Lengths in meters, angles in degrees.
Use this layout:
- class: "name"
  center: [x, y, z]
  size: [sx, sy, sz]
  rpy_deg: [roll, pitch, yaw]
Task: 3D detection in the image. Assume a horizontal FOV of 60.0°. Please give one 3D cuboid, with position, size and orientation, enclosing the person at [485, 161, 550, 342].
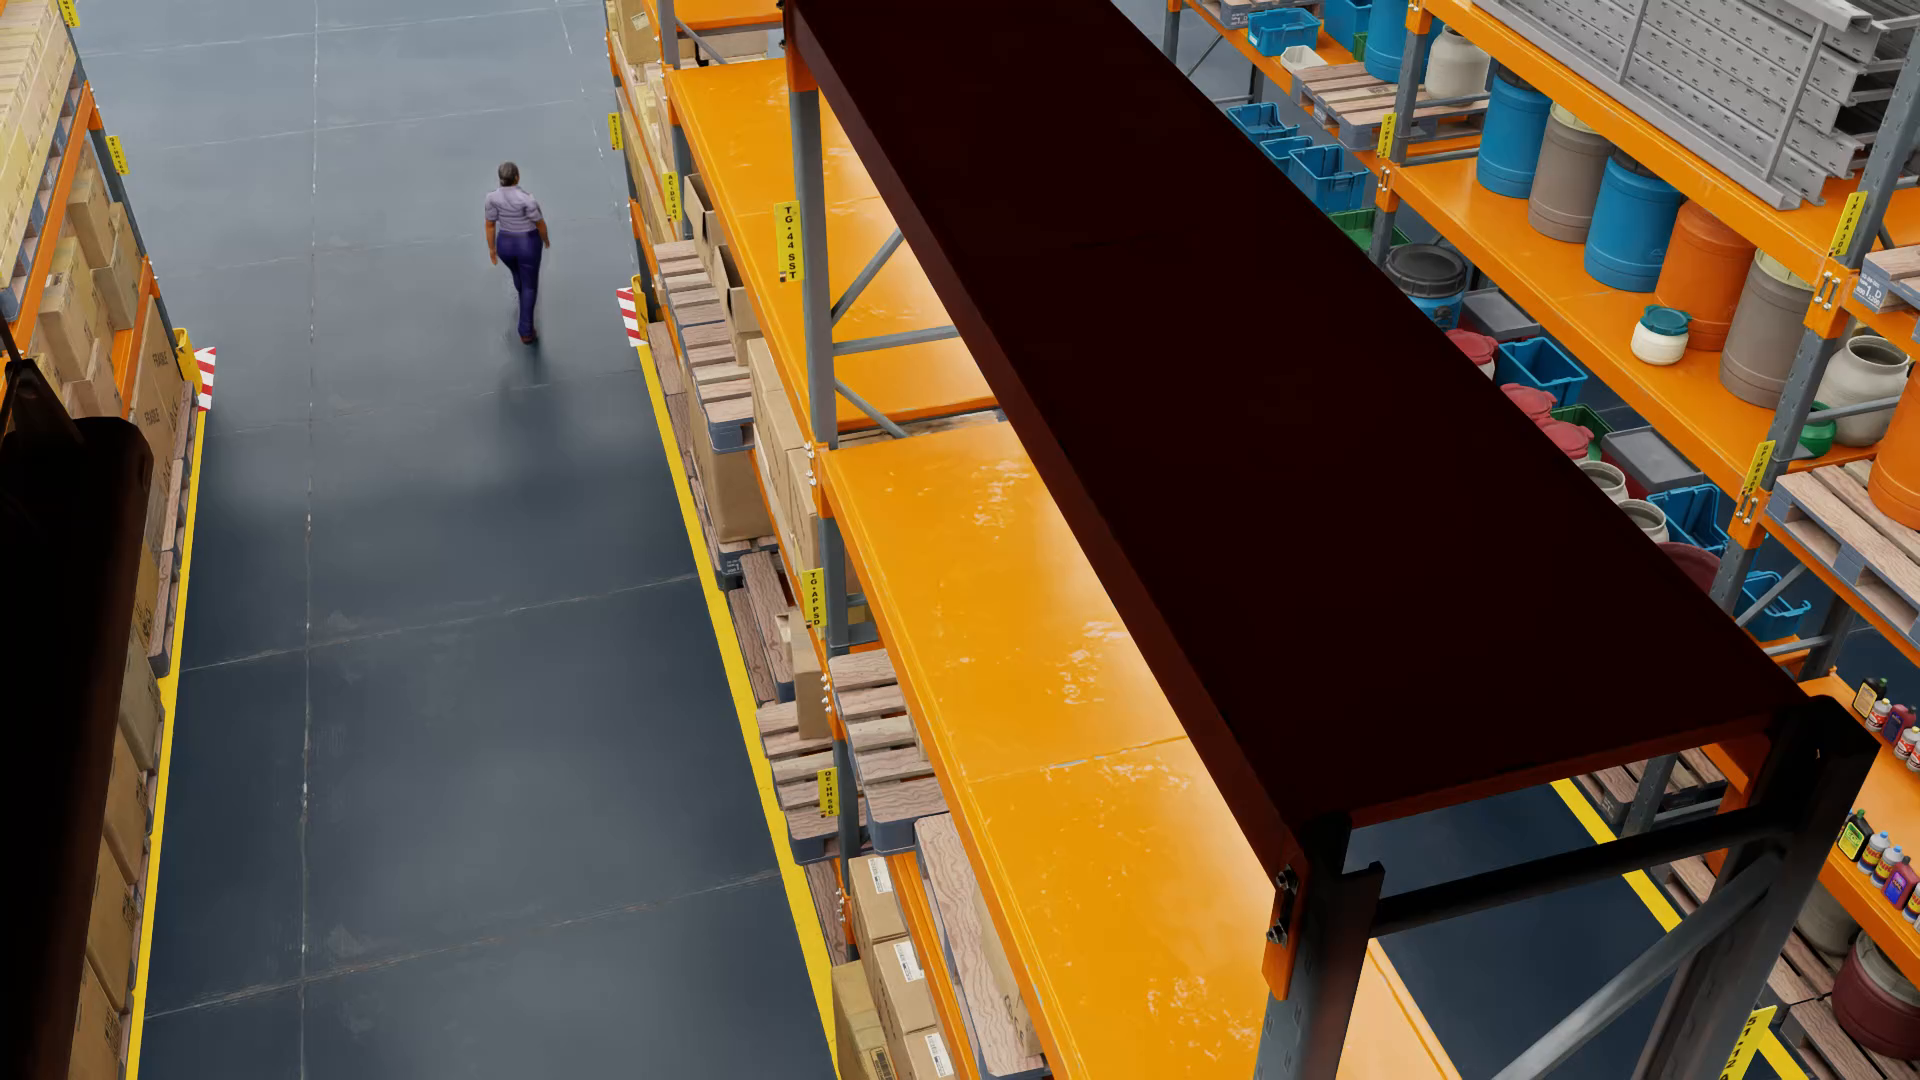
- class: "person"
  center: [-3.910, -2.675, 14.872]
  size: [0.542, 1.611, 0.907]
  rpy_deg: [7, 39, 9]
